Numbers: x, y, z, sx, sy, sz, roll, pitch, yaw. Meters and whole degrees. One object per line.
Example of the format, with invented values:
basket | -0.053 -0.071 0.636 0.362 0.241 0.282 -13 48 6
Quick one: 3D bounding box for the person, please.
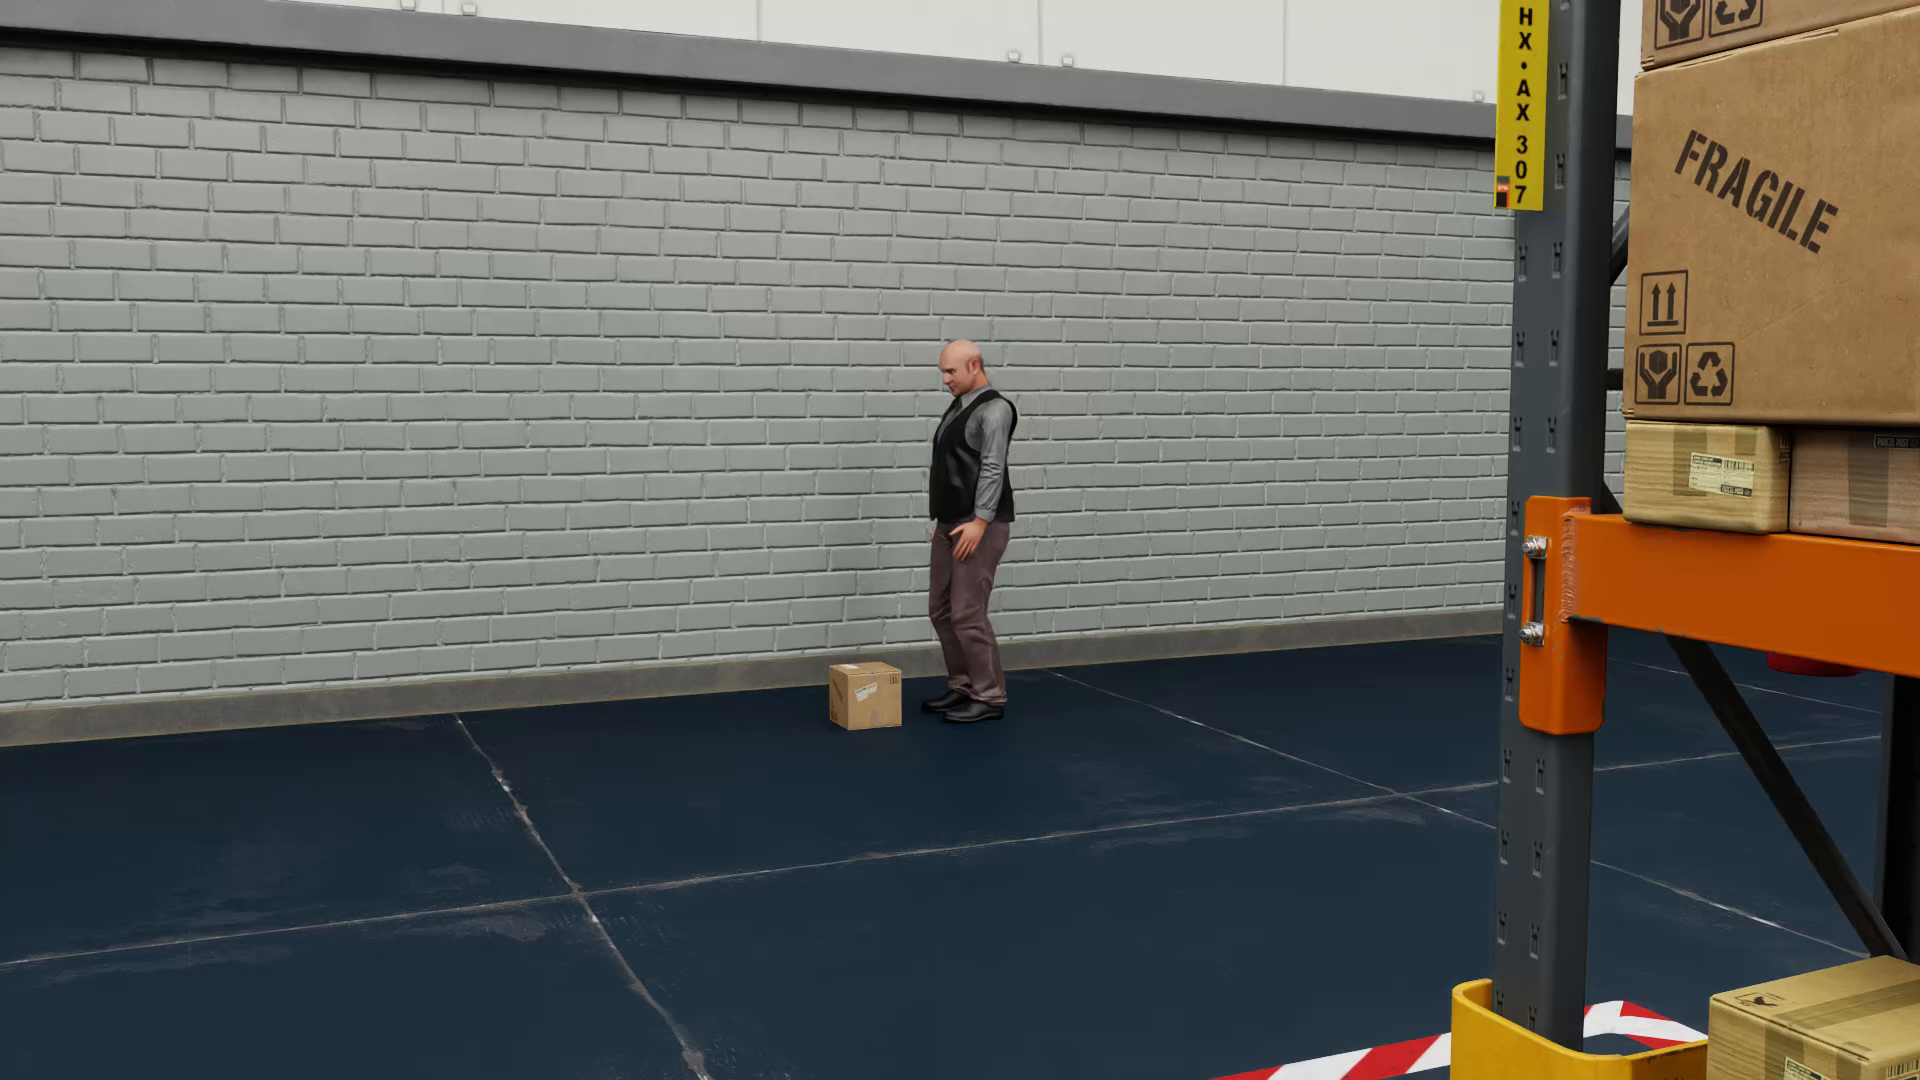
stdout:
person | 0.039 -0.045 7.490 0.343 1.705 0.540 -2 6 -23
